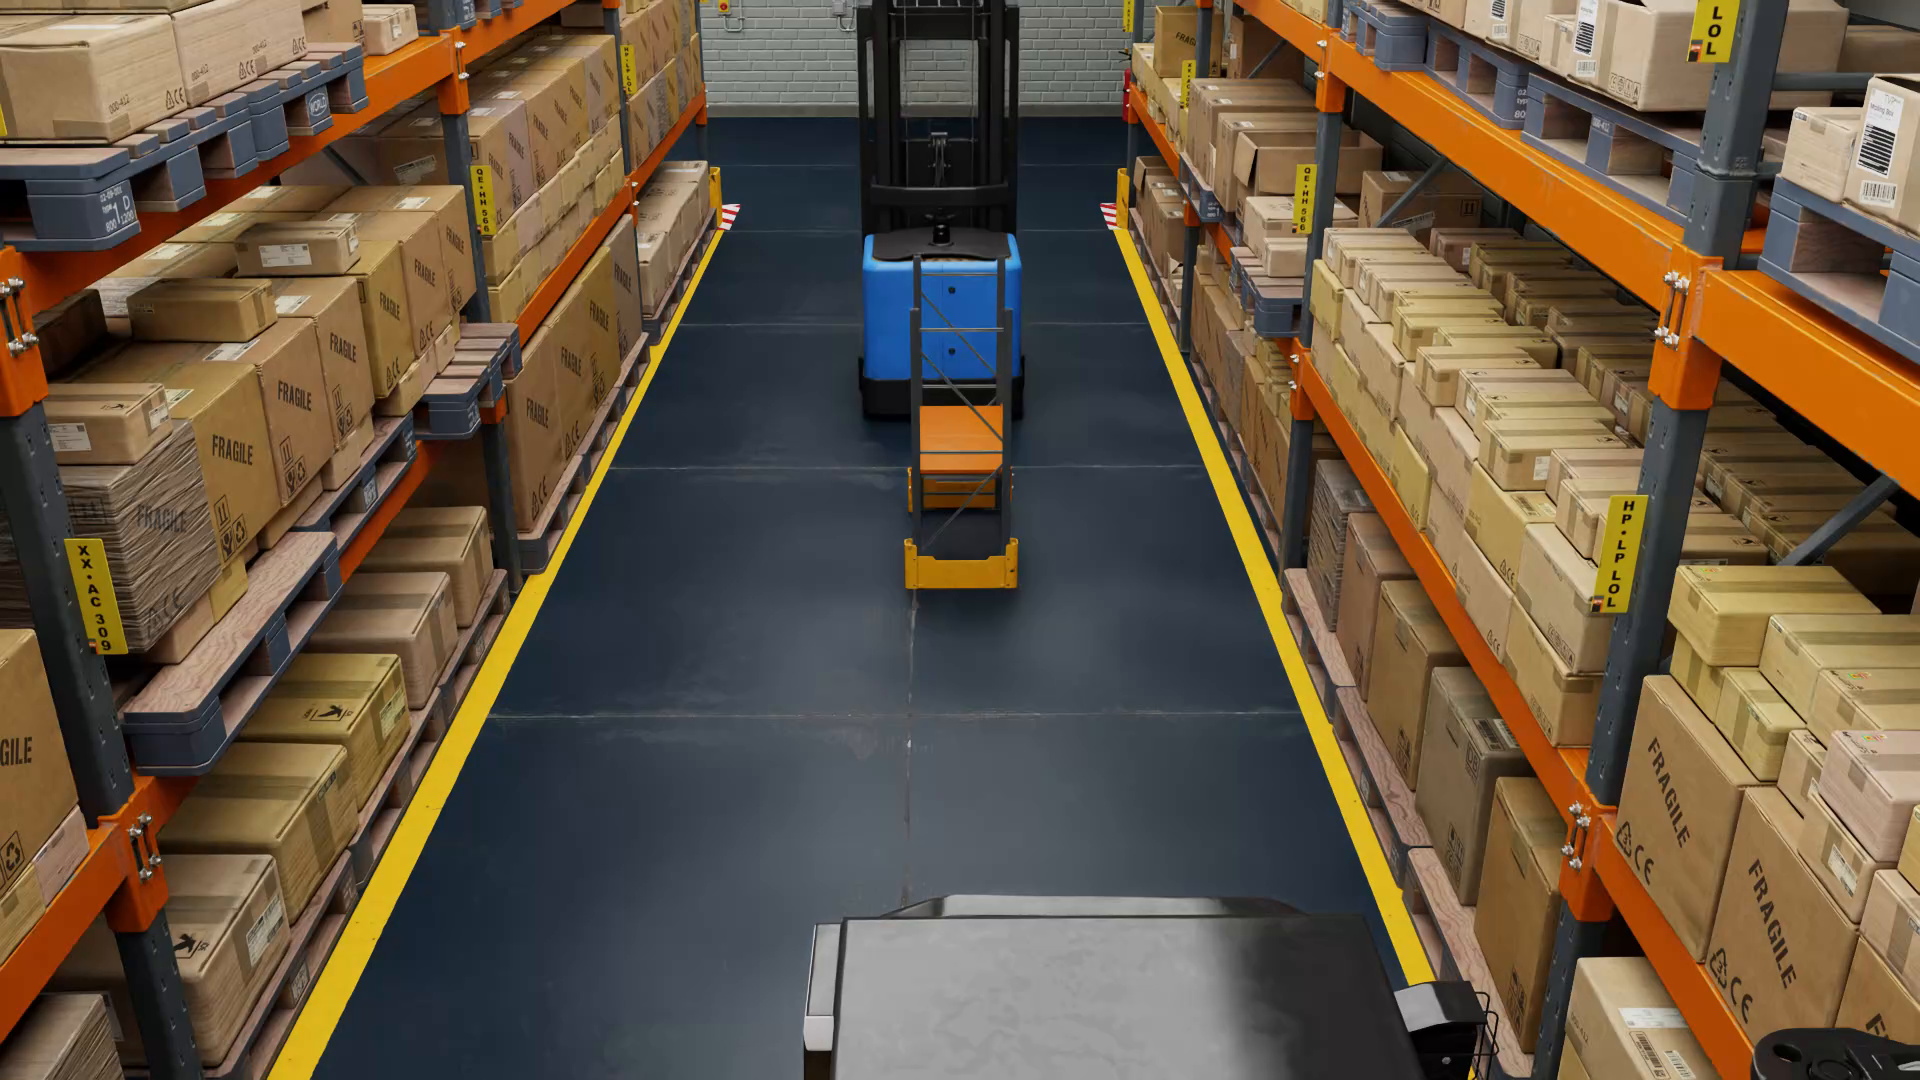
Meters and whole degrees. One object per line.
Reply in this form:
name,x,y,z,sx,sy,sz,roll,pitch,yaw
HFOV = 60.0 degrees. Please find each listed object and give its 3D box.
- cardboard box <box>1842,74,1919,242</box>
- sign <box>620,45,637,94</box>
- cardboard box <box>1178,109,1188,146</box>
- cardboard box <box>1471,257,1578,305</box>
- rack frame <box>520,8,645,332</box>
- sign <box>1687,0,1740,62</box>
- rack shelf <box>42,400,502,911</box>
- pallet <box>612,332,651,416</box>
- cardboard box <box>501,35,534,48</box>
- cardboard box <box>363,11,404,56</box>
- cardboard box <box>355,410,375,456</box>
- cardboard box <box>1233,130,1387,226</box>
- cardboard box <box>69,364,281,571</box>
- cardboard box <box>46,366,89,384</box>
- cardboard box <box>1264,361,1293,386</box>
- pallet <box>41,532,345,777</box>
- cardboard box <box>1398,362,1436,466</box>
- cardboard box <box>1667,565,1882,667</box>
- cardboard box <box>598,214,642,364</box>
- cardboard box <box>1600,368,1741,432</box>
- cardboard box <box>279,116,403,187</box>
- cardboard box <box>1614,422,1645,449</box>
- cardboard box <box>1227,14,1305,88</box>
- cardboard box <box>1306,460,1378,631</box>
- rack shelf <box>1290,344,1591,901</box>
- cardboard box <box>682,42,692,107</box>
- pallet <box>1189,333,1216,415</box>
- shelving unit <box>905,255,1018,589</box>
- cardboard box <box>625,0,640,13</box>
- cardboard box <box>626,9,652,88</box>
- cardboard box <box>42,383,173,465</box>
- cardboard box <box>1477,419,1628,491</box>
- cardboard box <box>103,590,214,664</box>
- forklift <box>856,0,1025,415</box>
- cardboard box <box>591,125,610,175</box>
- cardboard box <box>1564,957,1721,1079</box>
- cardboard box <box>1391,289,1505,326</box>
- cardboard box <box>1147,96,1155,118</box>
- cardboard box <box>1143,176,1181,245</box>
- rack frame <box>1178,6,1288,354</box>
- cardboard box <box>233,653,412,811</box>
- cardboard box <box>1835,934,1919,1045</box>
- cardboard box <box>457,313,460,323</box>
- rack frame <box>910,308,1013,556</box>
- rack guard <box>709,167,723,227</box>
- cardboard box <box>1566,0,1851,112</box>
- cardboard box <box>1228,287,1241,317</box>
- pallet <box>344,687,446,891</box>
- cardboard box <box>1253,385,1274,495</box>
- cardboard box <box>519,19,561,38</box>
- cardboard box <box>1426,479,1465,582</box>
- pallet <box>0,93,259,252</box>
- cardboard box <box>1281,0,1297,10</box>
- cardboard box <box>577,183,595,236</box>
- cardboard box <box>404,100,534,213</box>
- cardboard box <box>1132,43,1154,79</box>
cardboard box,1.983,-0.697,2.987,0.500,0.311,0.500,0,24,1
sign,-2.290,-3.248,11.483,0.100,0.325,0.005,0,24,-1
cardboard box,1.881,-3.050,12.175,0.500,0.250,0.500,0,24,1
cardboard box,2.437,-1.119,7.177,0.380,0.149,0.250,0,24,-1
rack frame,-2.833,-2.750,11.691,1.000,3.000,0.127,0,24,-1
sign,1.675,-1.217,3.651,0.100,0.325,0.005,0,24,-1
rack shelf,-2.767,0.050,6.372,1.077,0.370,4.000,0,24,-1
pallet,-2.749,-1.162,11.563,1.003,0.211,1.213,0,24,-1
cardboard box,-3.115,-3.069,11.060,0.500,0.500,0.500,0,24,0
cardboard box,-2.565,-2.123,6.969,0.380,0.149,0.250,0,24,-1
cardboard box,-2.454,-0.407,6.304,0.380,0.149,0.250,-1,24,-2
cardboard box,1.971,-2.036,9.477,0.797,0.503,0.637,-1,24,-2
cardboard box,-2.470,-0.227,5.120,0.500,0.500,0.500,0,24,0
cardboard box,-2.987,-0.220,5.104,0.500,0.500,0.500,0,24,0
cardboard box,1.923,-0.897,9.330,0.380,0.149,0.250,-1,24,-2
pallet,-2.608,0.318,5.139,1.003,0.211,1.213,0,24,-1
cardboard box,1.958,-0.469,6.222,0.500,0.250,0.500,0,24,0
cardboard box,1.925,0.179,3.946,0.380,0.149,0.250,0,24,1
cardboard box,-2.746,-1.718,11.478,0.875,0.875,0.875,0,24,1
cardboard box,2.467,-0.490,5.785,0.380,0.149,0.250,0,24,-1
cardboard box,-3.056,-1.815,8.288,0.500,0.500,0.500,-1,24,-2
cardboard box,2.479,-0.266,5.773,0.500,0.250,0.500,-1,24,-2
cardboard box,2.380,-3.798,12.918,0.500,0.500,0.500,-1,24,-2
cardboard box,2.167,0.022,7.933,0.875,0.625,0.625,1,24,1
rack shelf,2.196,0.026,6.425,1.077,0.370,4.000,0,24,-1
cardboard box,-2.616,-4.040,14.420,0.500,0.500,0.500,-1,24,-2
pallet,2.177,-1.168,11.577,1.003,0.211,1.213,0,24,-1
shelving unit,0.001,-0.652,8.871,0.587,1.500,1.083,0,24,-1
cardboard box,-2.582,-3.991,12.313,0.380,0.149,0.250,0,24,-1
cardboard box,-2.595,-3.657,12.361,0.500,0.500,0.500,-1,24,-1
cardboard box,-2.397,-0.317,4.532,0.380,0.149,0.250,0,24,-1
cardboard box,1.886,-0.273,5.306,0.380,0.149,0.250,-1,24,-2
cardboard box,-2.436,0.240,4.874,0.380,0.149,0.250,0,24,0
forklift,-0.154,-2.719,11.705,1.130,2.935,3.031,-1,24,-2
cardboard box,-2.572,-2.523,10.764,0.500,0.250,0.500,0,24,1
cardboard box,1.909,1.329,4.285,0.500,0.250,0.500,-1,24,-1
cardboard box,1.964,-0.907,6.708,0.380,0.149,0.250,0,24,0
cardboard box,1.780,-3.640,13.963,0.380,0.149,0.250,-1,24,-2
cardboard box,1.969,-2.870,14.479,0.700,0.500,0.500,1,24,2
rack frame,2.131,-2.774,11.743,1.000,3.000,0.127,0,24,-1
cardboard box,-2.774,0.753,6.623,0.950,0.372,0.625,1,24,1
cardboard box,1.990,1.084,3.092,0.500,0.500,0.500,0,24,-1
cardboard box,-2.550,-1.045,7.715,0.380,0.149,0.250,1,24,1
rack frame,0.006,-0.439,8.400,0.500,1.500,0.032,0,24,-1
rack guard,-2.877,-3.269,15.872,1.175,0.500,0.348,0,24,-1
cardboard box,1.966,-1.338,4.405,0.500,0.311,0.500,-1,24,-2
cardboard box,1.945,-1.537,10.746,0.380,0.149,0.250,0,24,-1
pallet,-2.772,0.992,6.800,1.003,0.211,1.213,0,24,-1
cardboard box,1.960,-0.558,9.367,0.500,0.500,0.500,-1,24,-1
cardboard box,-3.114,-3.444,11.891,0.500,0.500,0.500,0,24,-1
cardboard box,1.965,-0.028,5.853,0.500,0.250,0.500,0,24,0
pallet,-2.646,-0.990,4.386,1.213,0.211,1.003,0,24,-1
cardboard box,1.920,-2.842,8.435,0.500,0.250,0.500,0,24,0
cardboard box,-2.585,-2.080,10.391,0.500,0.250,0.500,-1,24,-2
cardboard box,-2.565,-2.012,8.723,0.500,0.500,0.500,0,24,0
cardboard box,1.822,-4.301,14.941,0.500,0.250,0.500,0,24,0
